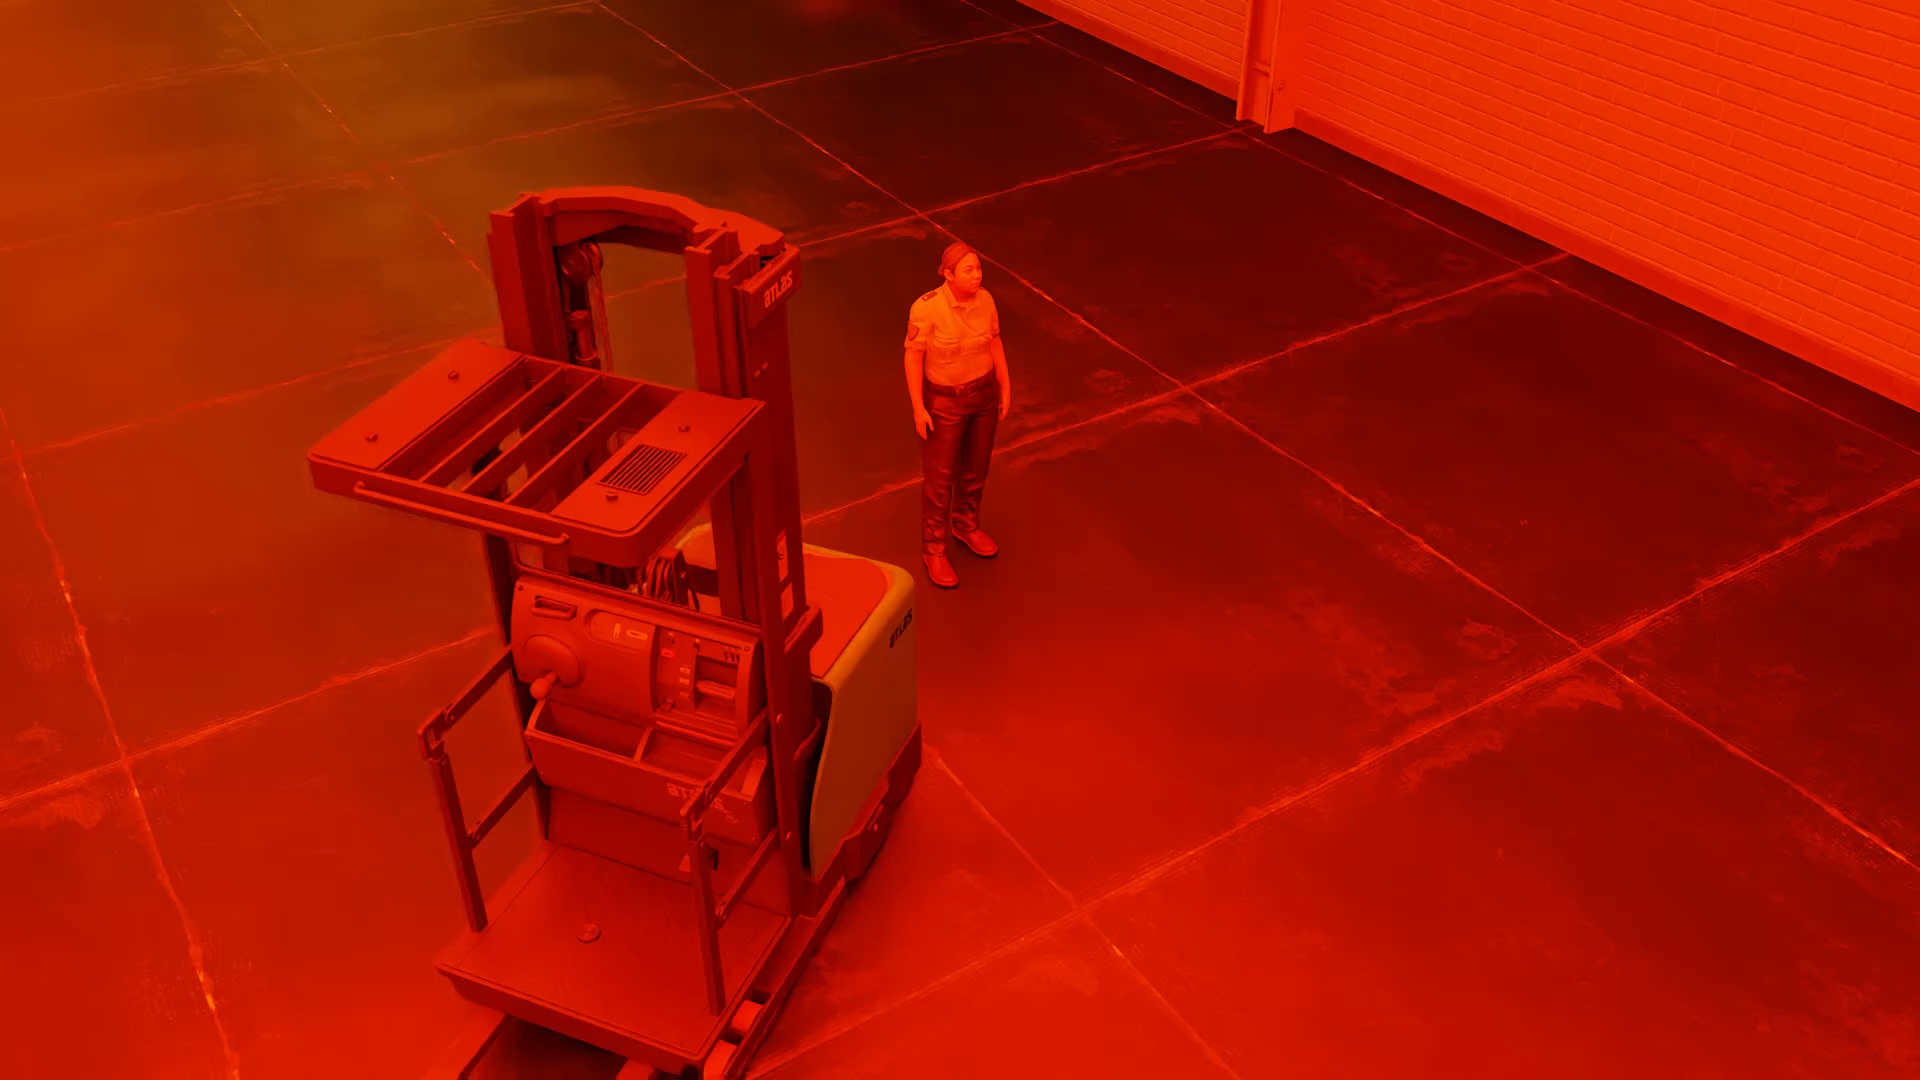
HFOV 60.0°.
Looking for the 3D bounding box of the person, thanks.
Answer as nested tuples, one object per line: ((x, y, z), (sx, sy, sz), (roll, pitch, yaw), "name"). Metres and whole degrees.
((0.030, -0.629, 8.148), (0.598, 1.651, 0.502), (-21, 40, -27), "person")

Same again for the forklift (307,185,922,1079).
((-1.194, 0.473, 5.474), (1.130, 2.935, 3.031), (13, 37, 18), "forklift")
